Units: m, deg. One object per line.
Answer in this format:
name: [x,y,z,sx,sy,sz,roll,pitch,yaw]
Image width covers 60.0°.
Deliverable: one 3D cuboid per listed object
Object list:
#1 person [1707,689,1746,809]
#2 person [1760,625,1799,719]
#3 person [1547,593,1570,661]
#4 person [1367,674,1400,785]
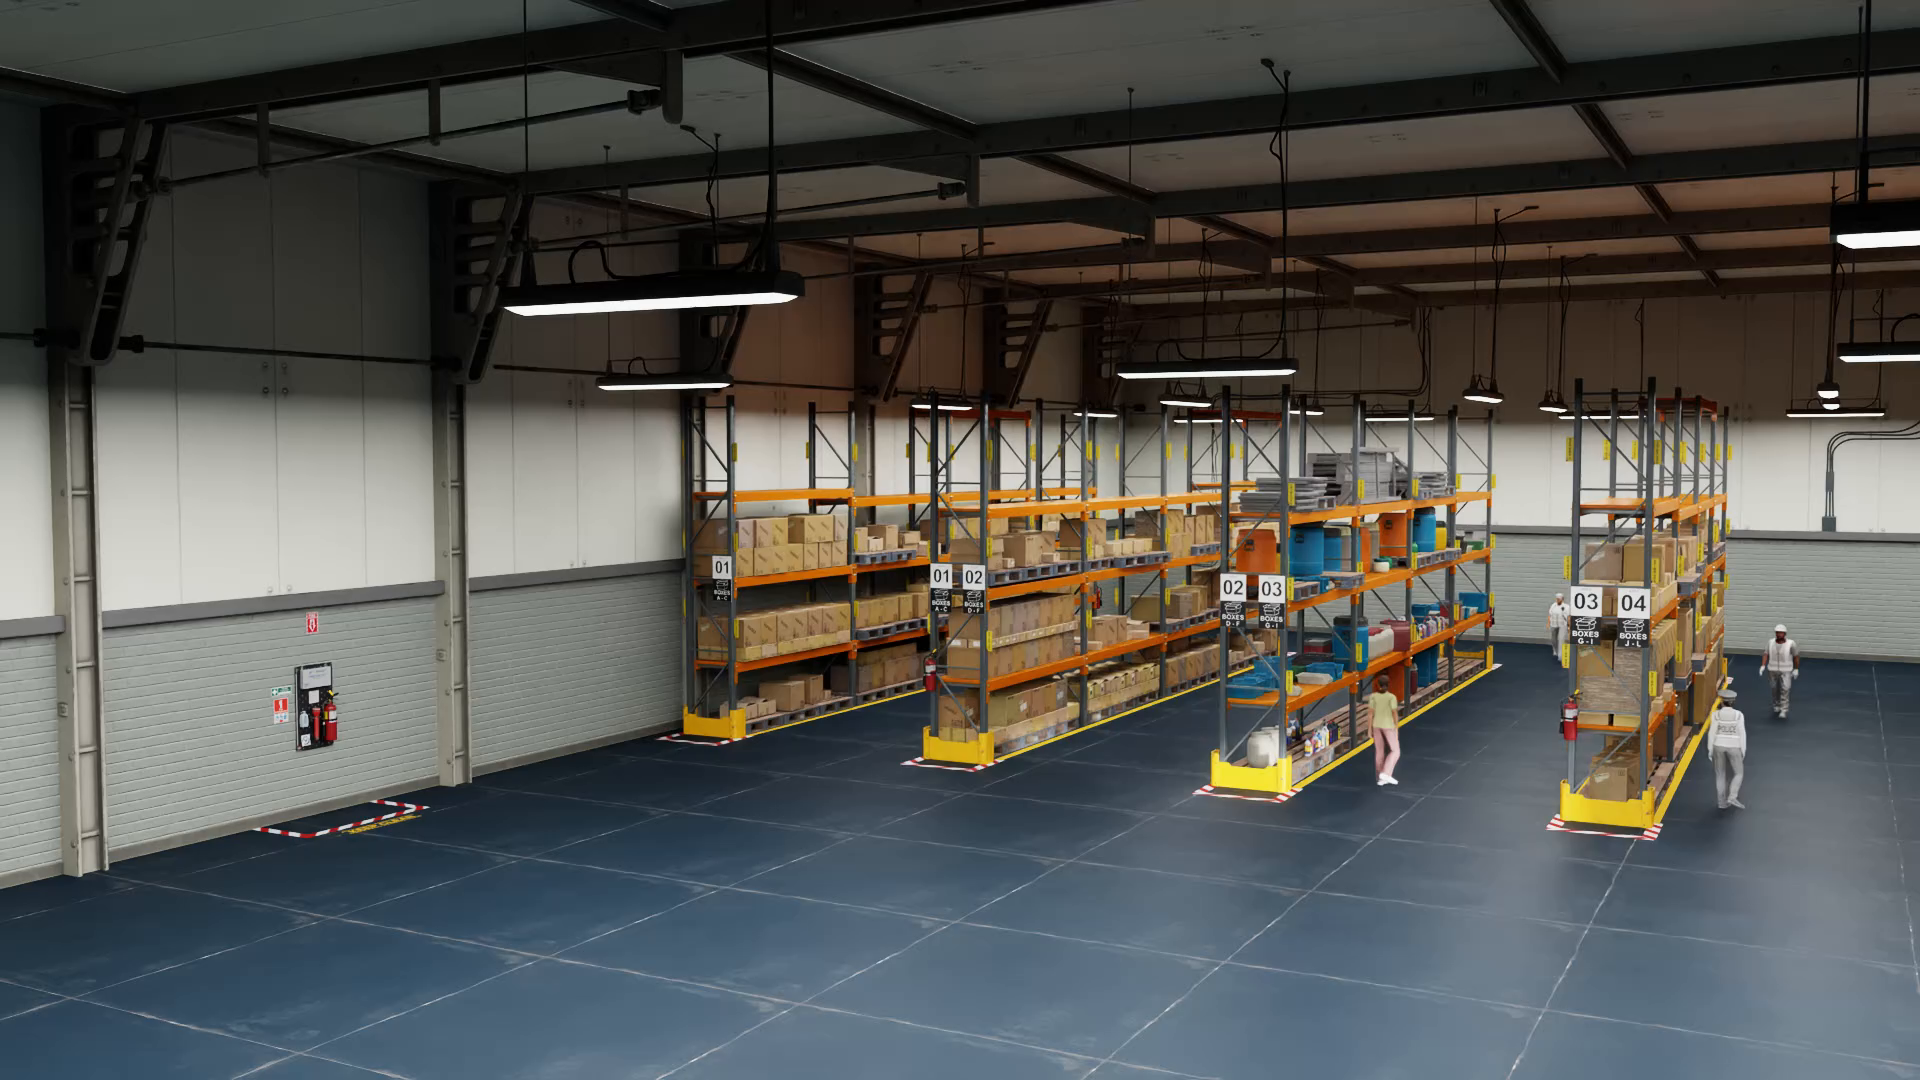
person: [10.740,2.941,23.285,0.503,1.679,0.503,2,4,31]
person: [15.456,2.460,31.376,0.648,1.723,1.032,2,4,32]
person: [14.429,2.073,40.036,0.533,1.602,1.043,2,3,27]
person: [6.366,2.857,24.973,0.488,1.668,0.509,2,4,35]
